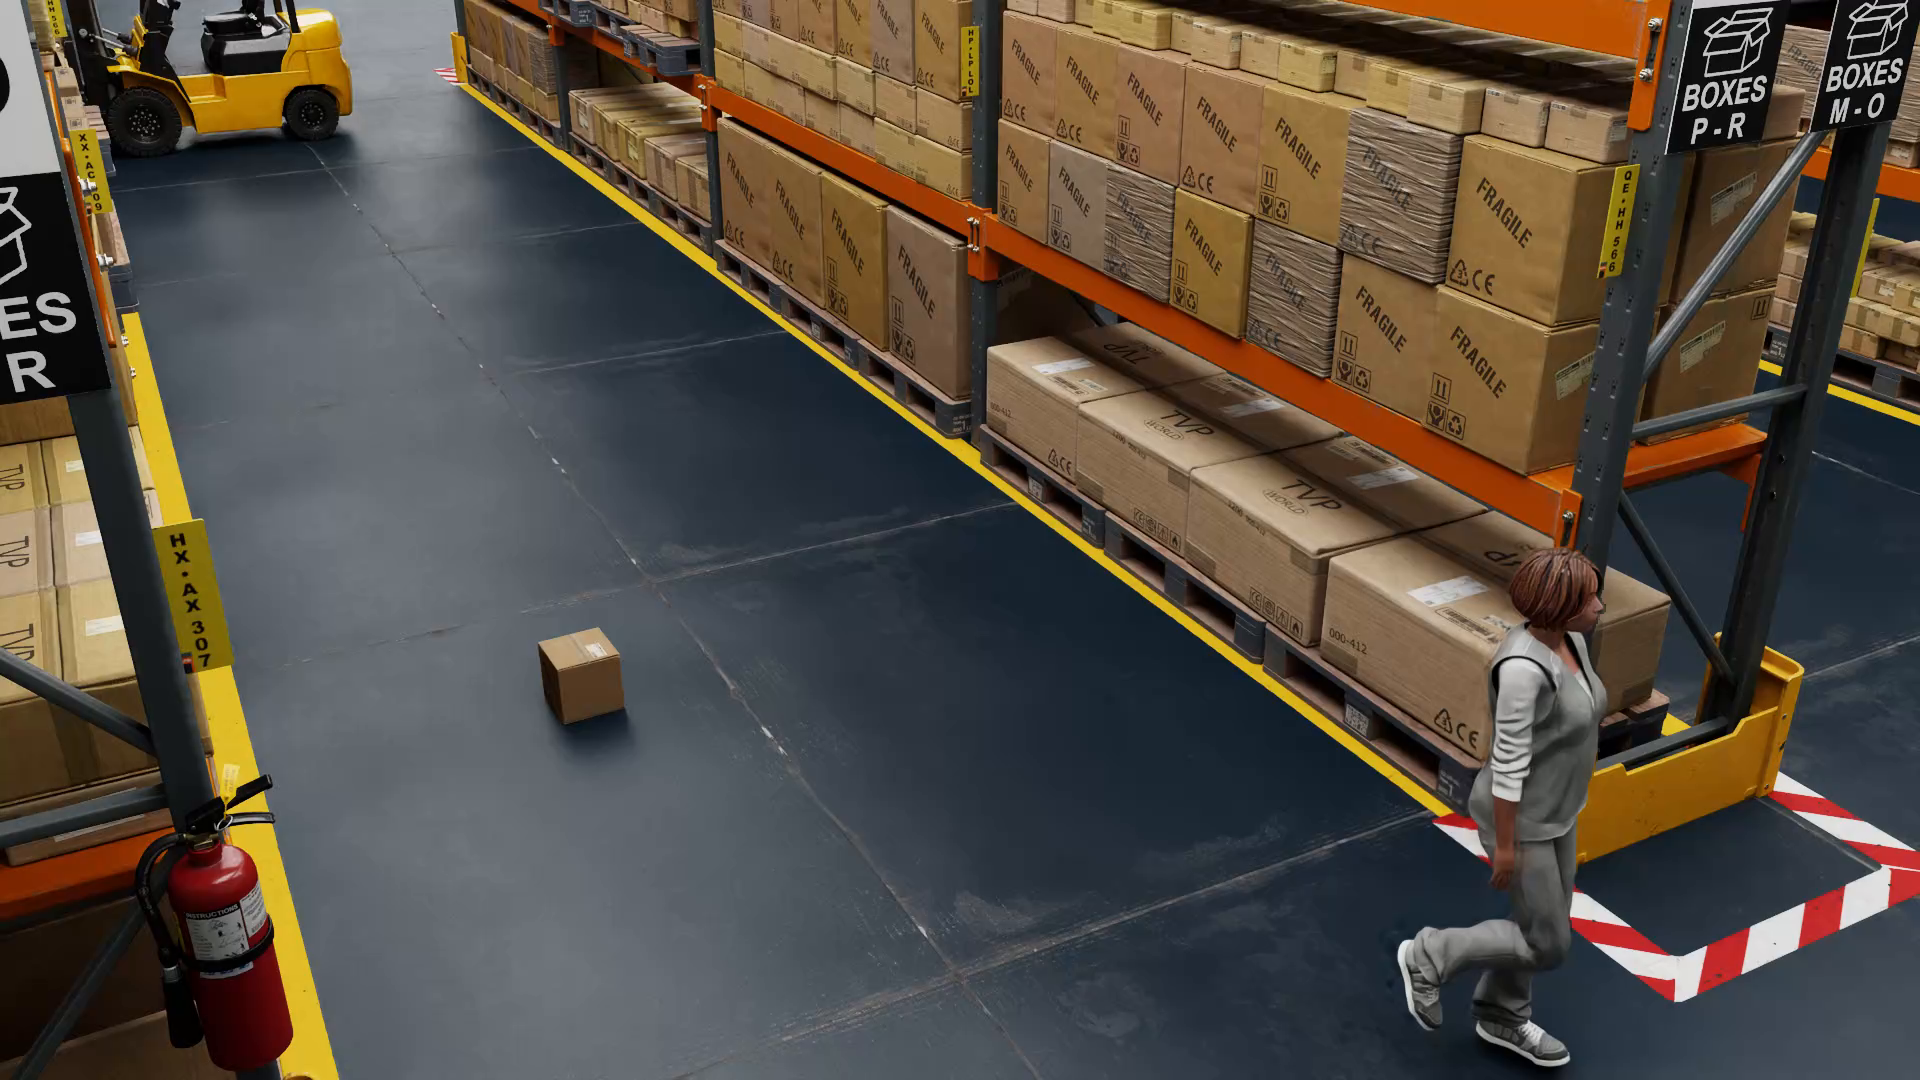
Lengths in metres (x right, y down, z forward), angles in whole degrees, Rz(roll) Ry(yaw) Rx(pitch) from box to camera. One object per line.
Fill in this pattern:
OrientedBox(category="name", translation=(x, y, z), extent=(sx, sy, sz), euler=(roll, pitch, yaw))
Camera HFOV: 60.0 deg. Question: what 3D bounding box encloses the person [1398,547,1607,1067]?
OrientedBox(category="person", translation=(1.534, 0.743, 4.546), extent=(0.500, 1.587, 0.449), euler=(18, 31, 32))
